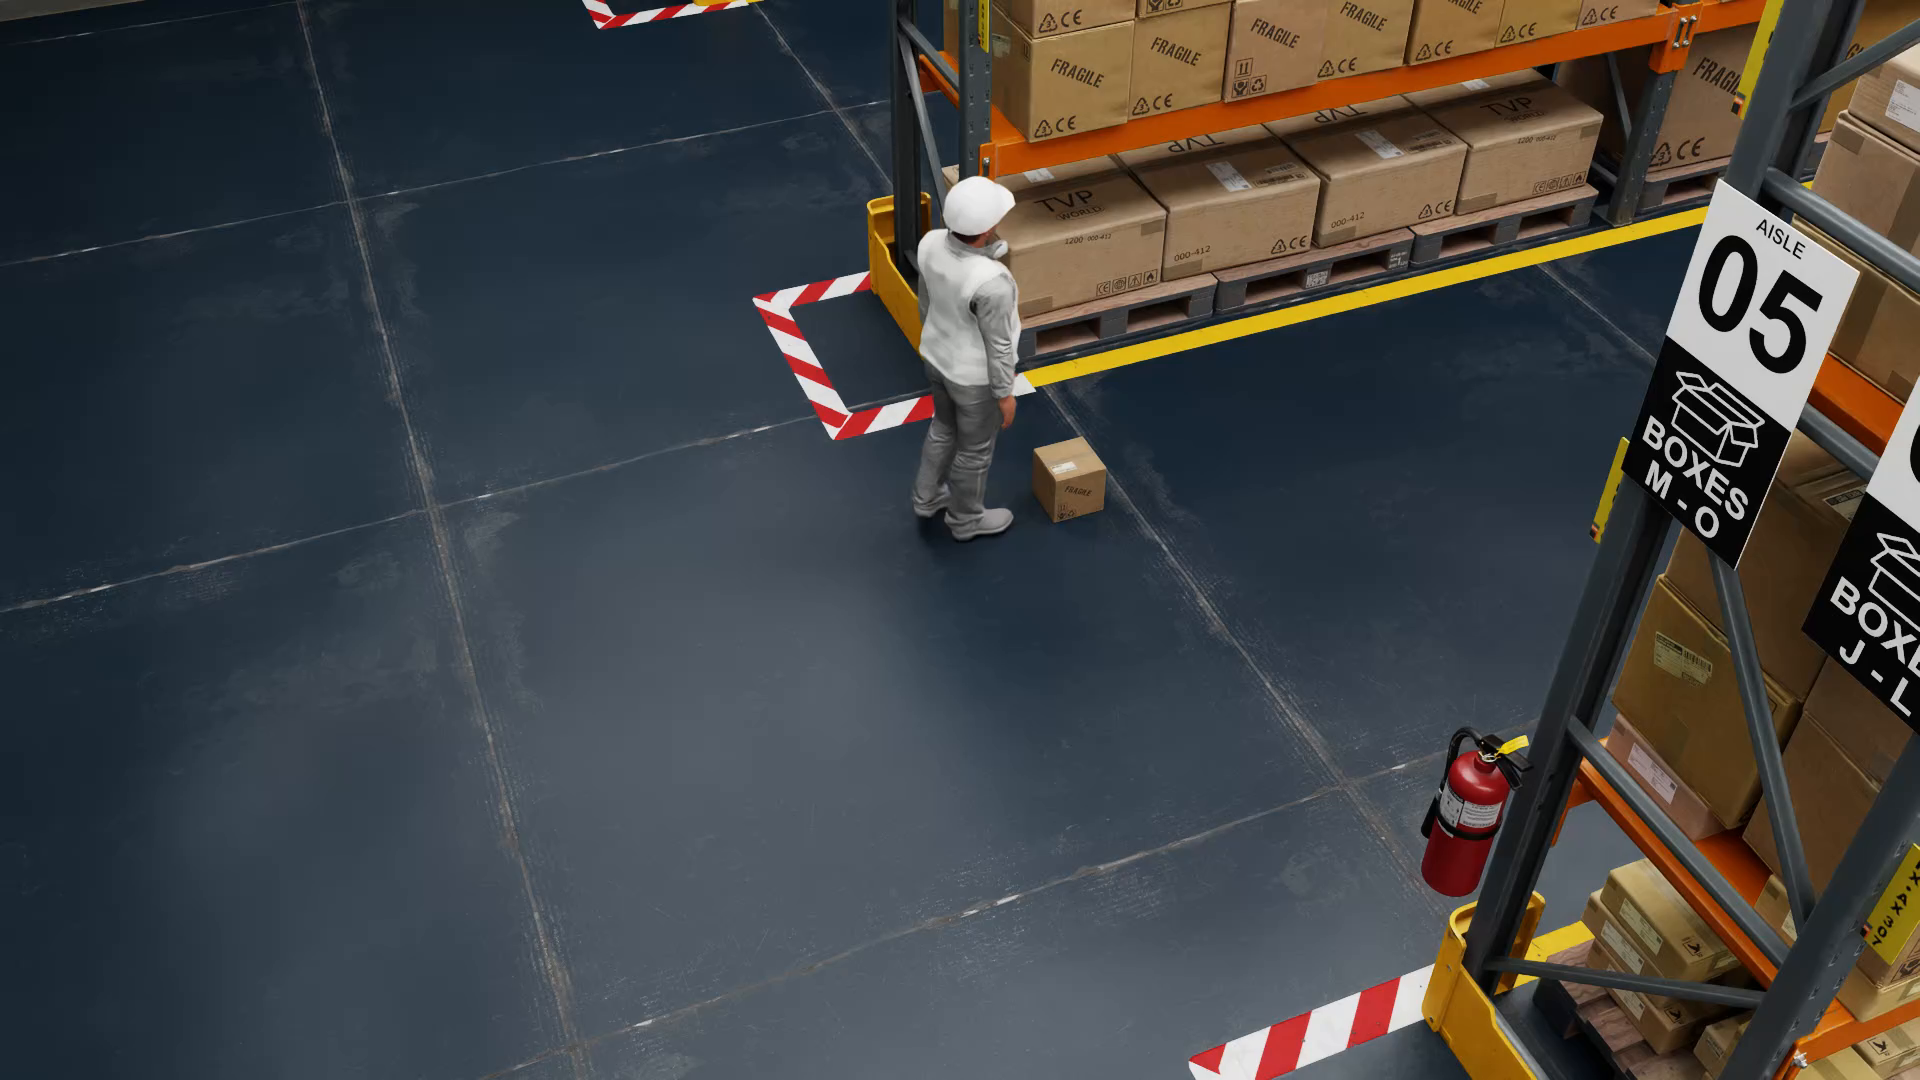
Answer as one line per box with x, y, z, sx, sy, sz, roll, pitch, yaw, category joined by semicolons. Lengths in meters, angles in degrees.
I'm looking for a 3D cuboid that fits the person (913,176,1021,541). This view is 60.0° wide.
0.037;-0.726;6.951;0.378;1.810;0.582;-24;47;-25;person
